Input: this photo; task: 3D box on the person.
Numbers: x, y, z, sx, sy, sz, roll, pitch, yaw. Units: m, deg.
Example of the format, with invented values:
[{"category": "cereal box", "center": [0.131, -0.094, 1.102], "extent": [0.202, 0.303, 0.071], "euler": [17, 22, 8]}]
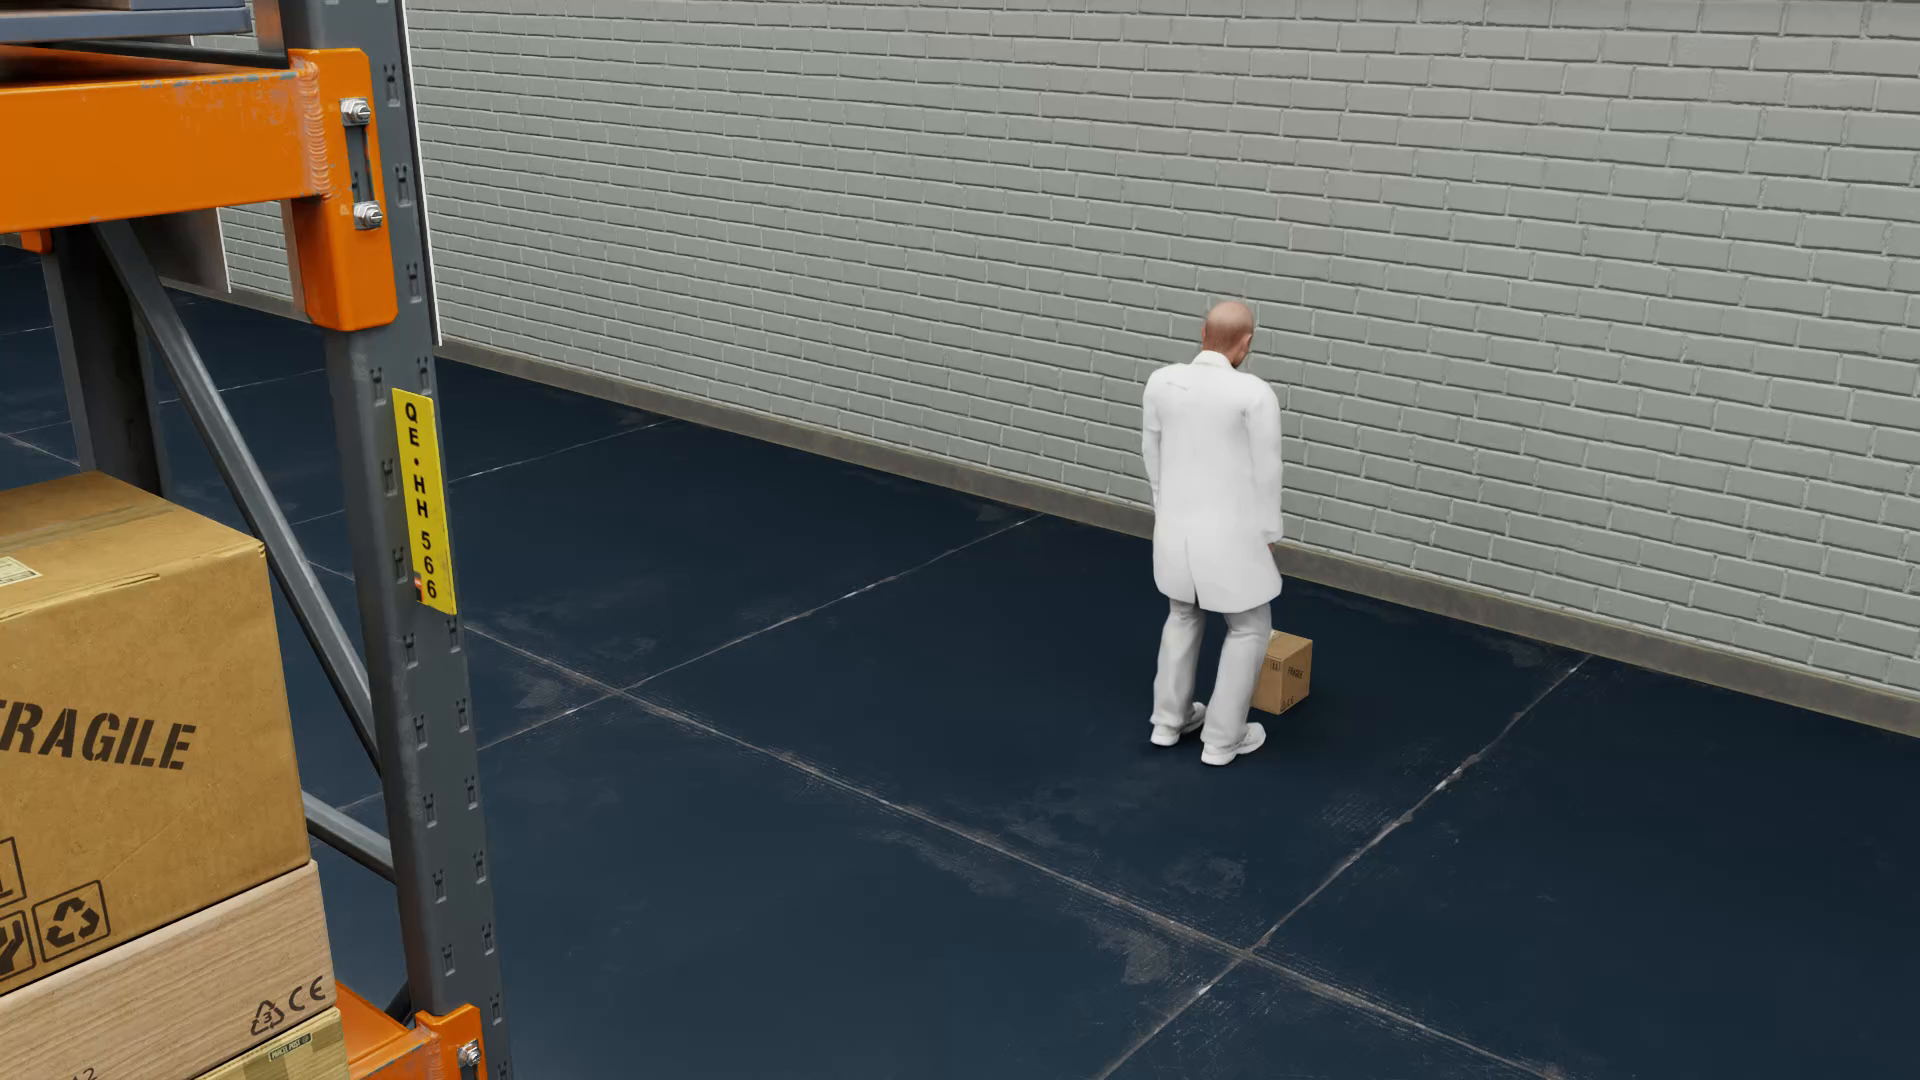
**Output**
[{"category": "person", "center": [0.939, -0.028, 6.250], "extent": [0.587, 1.737, 0.416], "euler": [16, 26, 38]}]
